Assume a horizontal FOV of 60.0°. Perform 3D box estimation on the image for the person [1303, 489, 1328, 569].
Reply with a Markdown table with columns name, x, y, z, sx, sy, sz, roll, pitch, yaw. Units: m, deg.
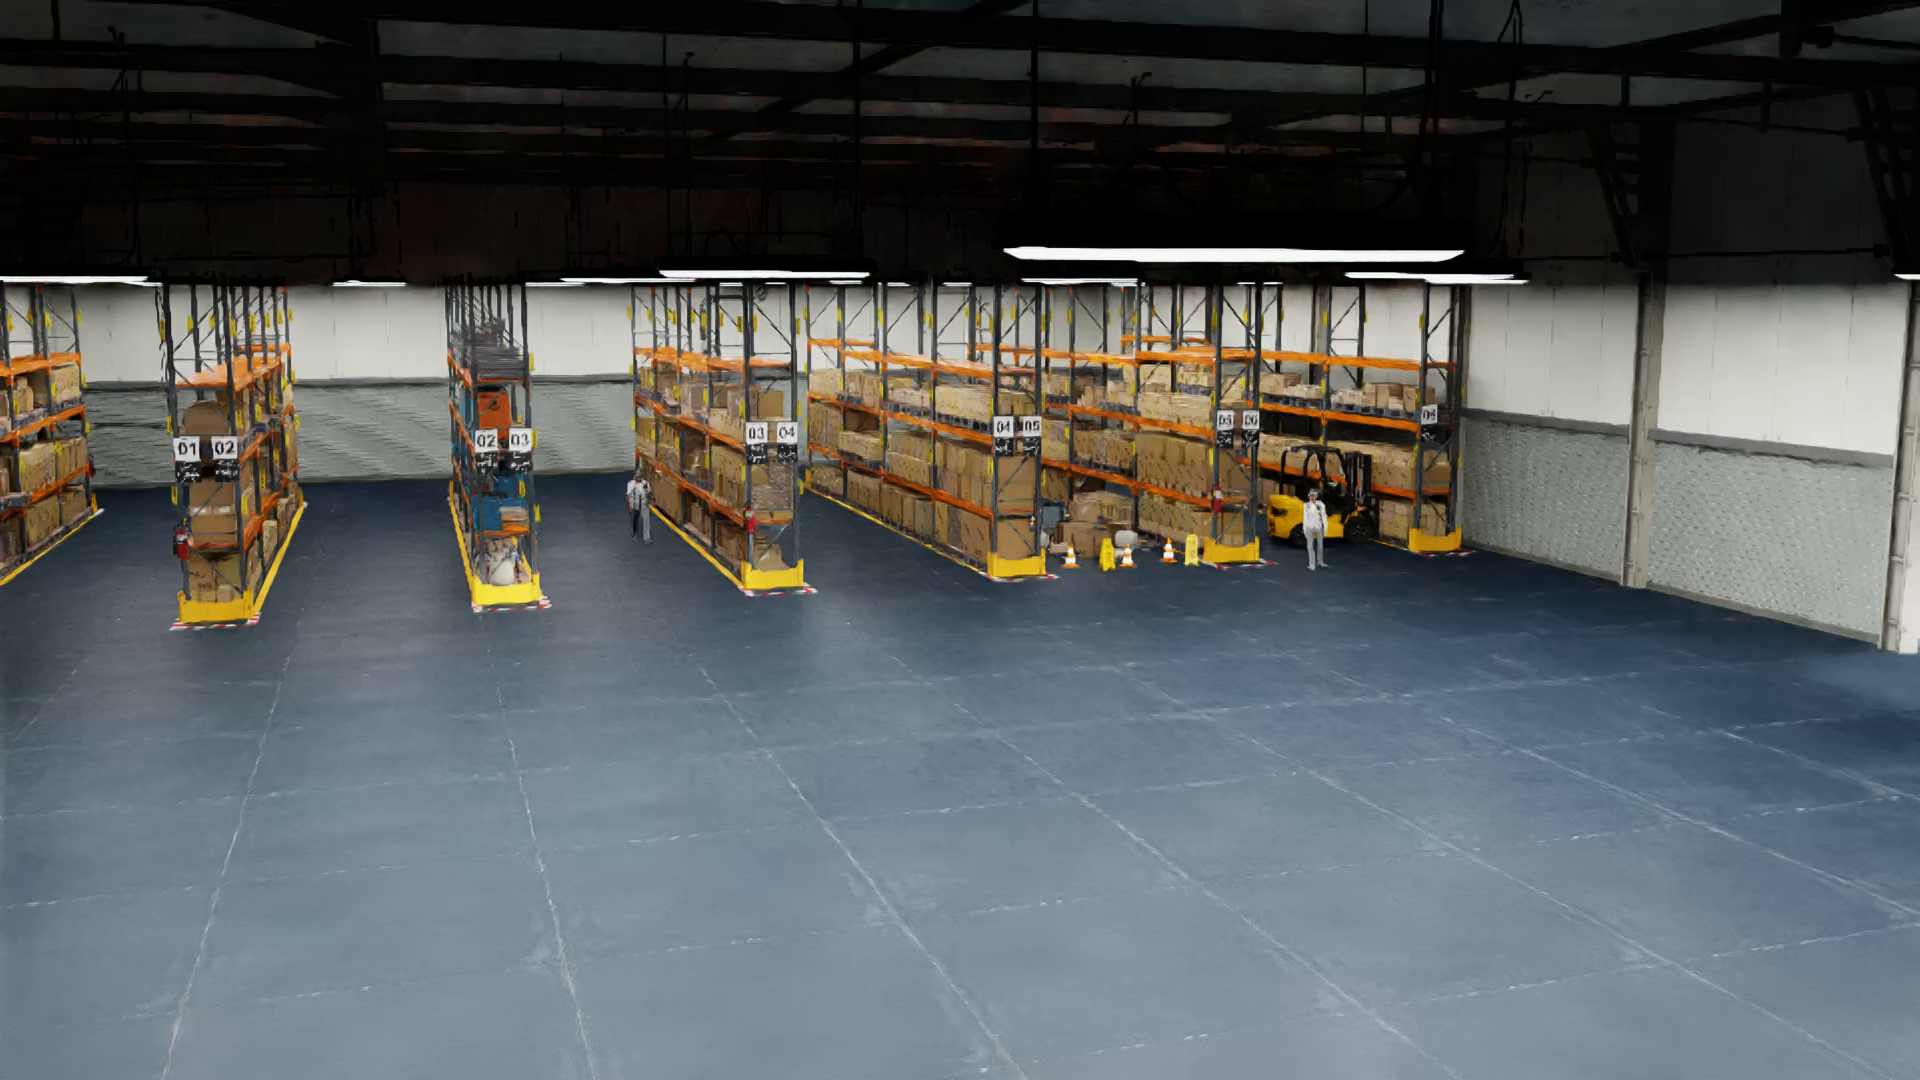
| name | x | y | z | sx | sy | sz | roll | pitch | yaw |
| --- | --- | --- | --- | --- | --- | --- | --- | --- | --- |
| person | 7.315 | -0.246 | 34.237 | 0.513 | 1.663 | 0.550 | 3 | 9 | 18 |

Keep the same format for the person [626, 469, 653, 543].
| name | x | y | z | sx | sy | sz | roll | pitch | yaw |
| --- | --- | --- | --- | --- | --- | --- | --- | --- | --- |
| person | -7.260 | -0.783 | 37.592 | 0.542 | 1.675 | 1.126 | -3 | 9 | -16 |
